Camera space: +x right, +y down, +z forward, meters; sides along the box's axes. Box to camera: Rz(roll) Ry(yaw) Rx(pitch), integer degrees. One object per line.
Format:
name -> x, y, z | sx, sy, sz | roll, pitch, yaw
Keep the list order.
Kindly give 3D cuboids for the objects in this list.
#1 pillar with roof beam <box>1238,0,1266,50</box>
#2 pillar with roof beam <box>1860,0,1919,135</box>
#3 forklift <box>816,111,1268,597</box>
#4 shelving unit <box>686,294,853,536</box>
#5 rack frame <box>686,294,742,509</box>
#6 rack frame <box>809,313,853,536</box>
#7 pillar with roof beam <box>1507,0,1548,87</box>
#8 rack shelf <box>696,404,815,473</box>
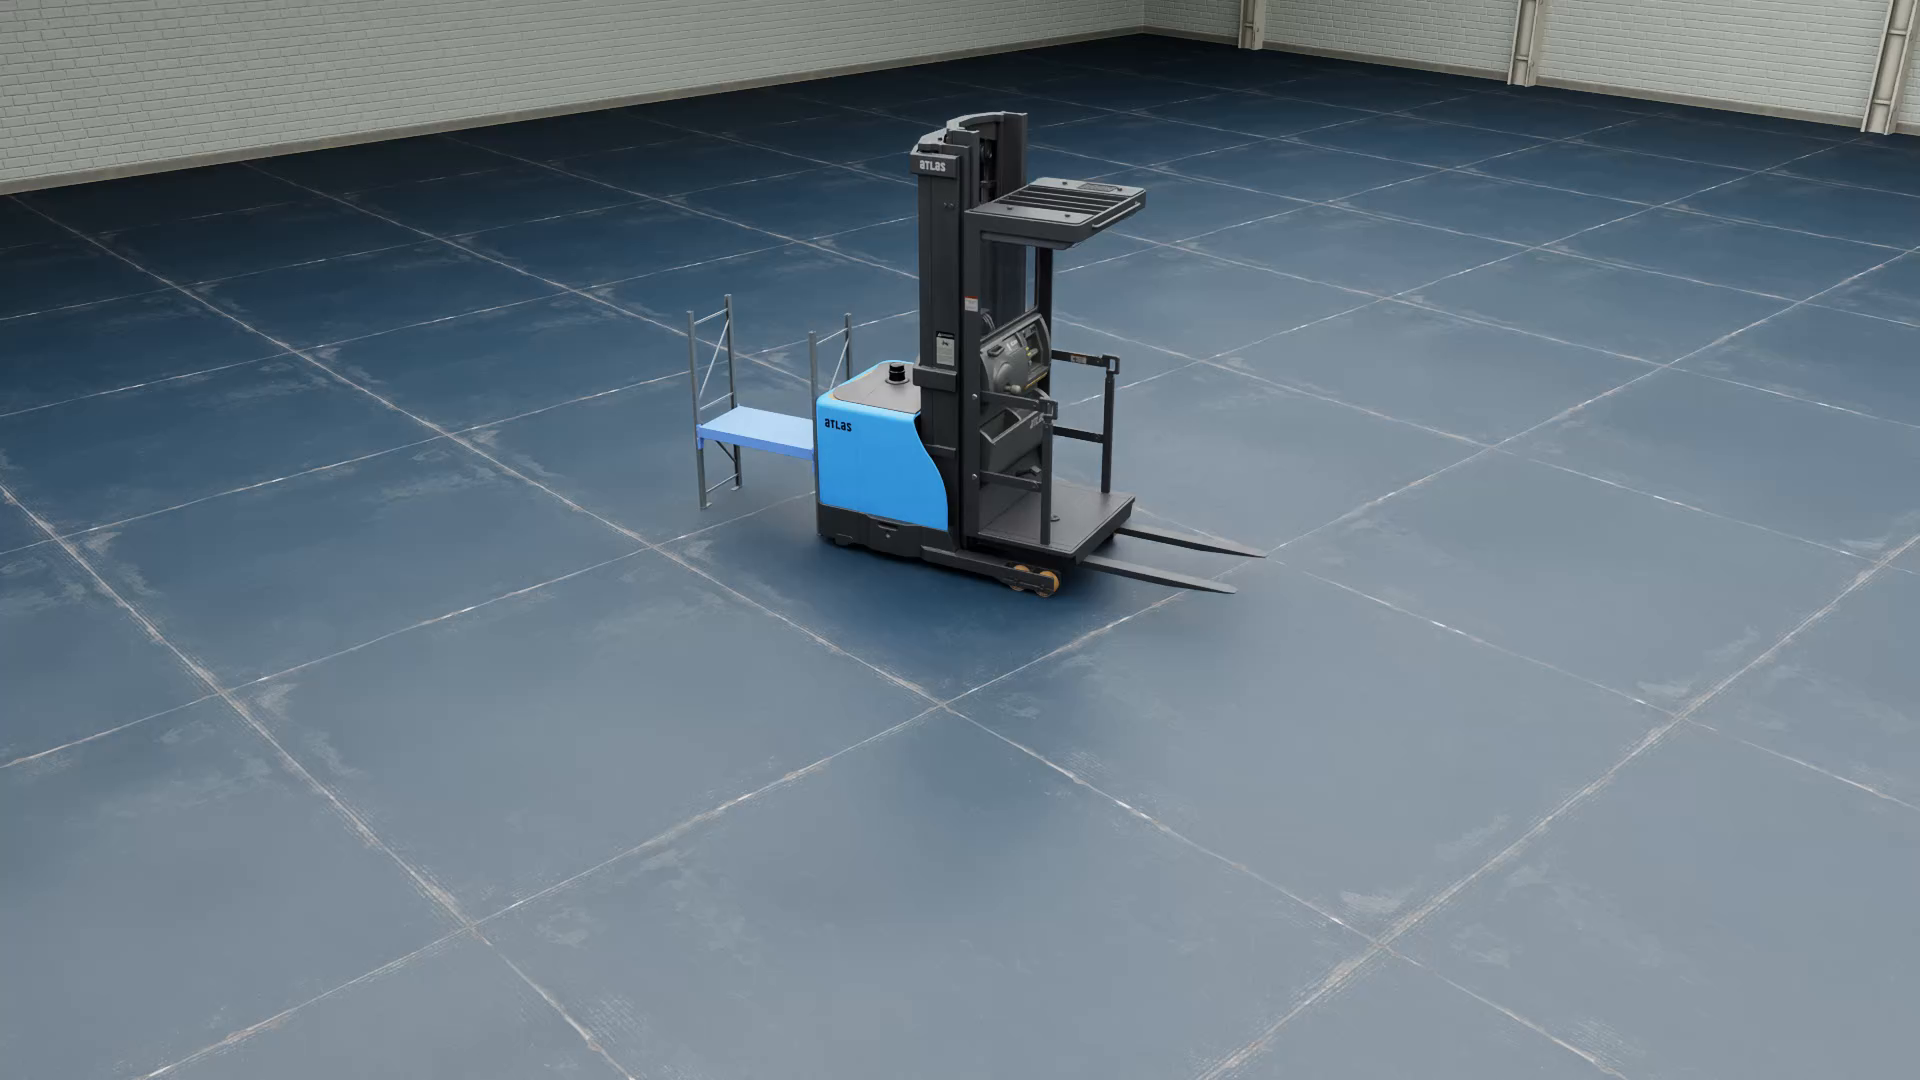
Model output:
pillar with roof beam -> 2.693, -12.753, 28.862 | 9.100, 9.000, 0.400 | -21, 32, -38
pillar with roof beam -> 10.895, -9.117, 20.893 | 9.100, 9.000, 0.400 | -21, 32, -38
forklift -> 0.551, -1.212, 10.875 | 3.031, 2.935, 1.130 | 12, 27, 25
shelving unit -> -1.337, -0.904, 11.924 | 1.048, 1.500, 0.538 | 12, 27, 25
rack frame -> -1.785, -1.003, 12.141 | 0.032, 1.500, 0.500 | 12, 27, 25
rack frame -> -0.888, -0.805, 11.707 | 0.032, 1.500, 0.500 | 12, 27, 25
pillar with roof beam -> 6.794, -10.935, 24.877 | 9.100, 9.000, 0.400 | -21, 32, -38
rack shelf -> -1.337, -0.740, 11.999 | 1.000, 0.185, 0.538 | 12, 27, 25
